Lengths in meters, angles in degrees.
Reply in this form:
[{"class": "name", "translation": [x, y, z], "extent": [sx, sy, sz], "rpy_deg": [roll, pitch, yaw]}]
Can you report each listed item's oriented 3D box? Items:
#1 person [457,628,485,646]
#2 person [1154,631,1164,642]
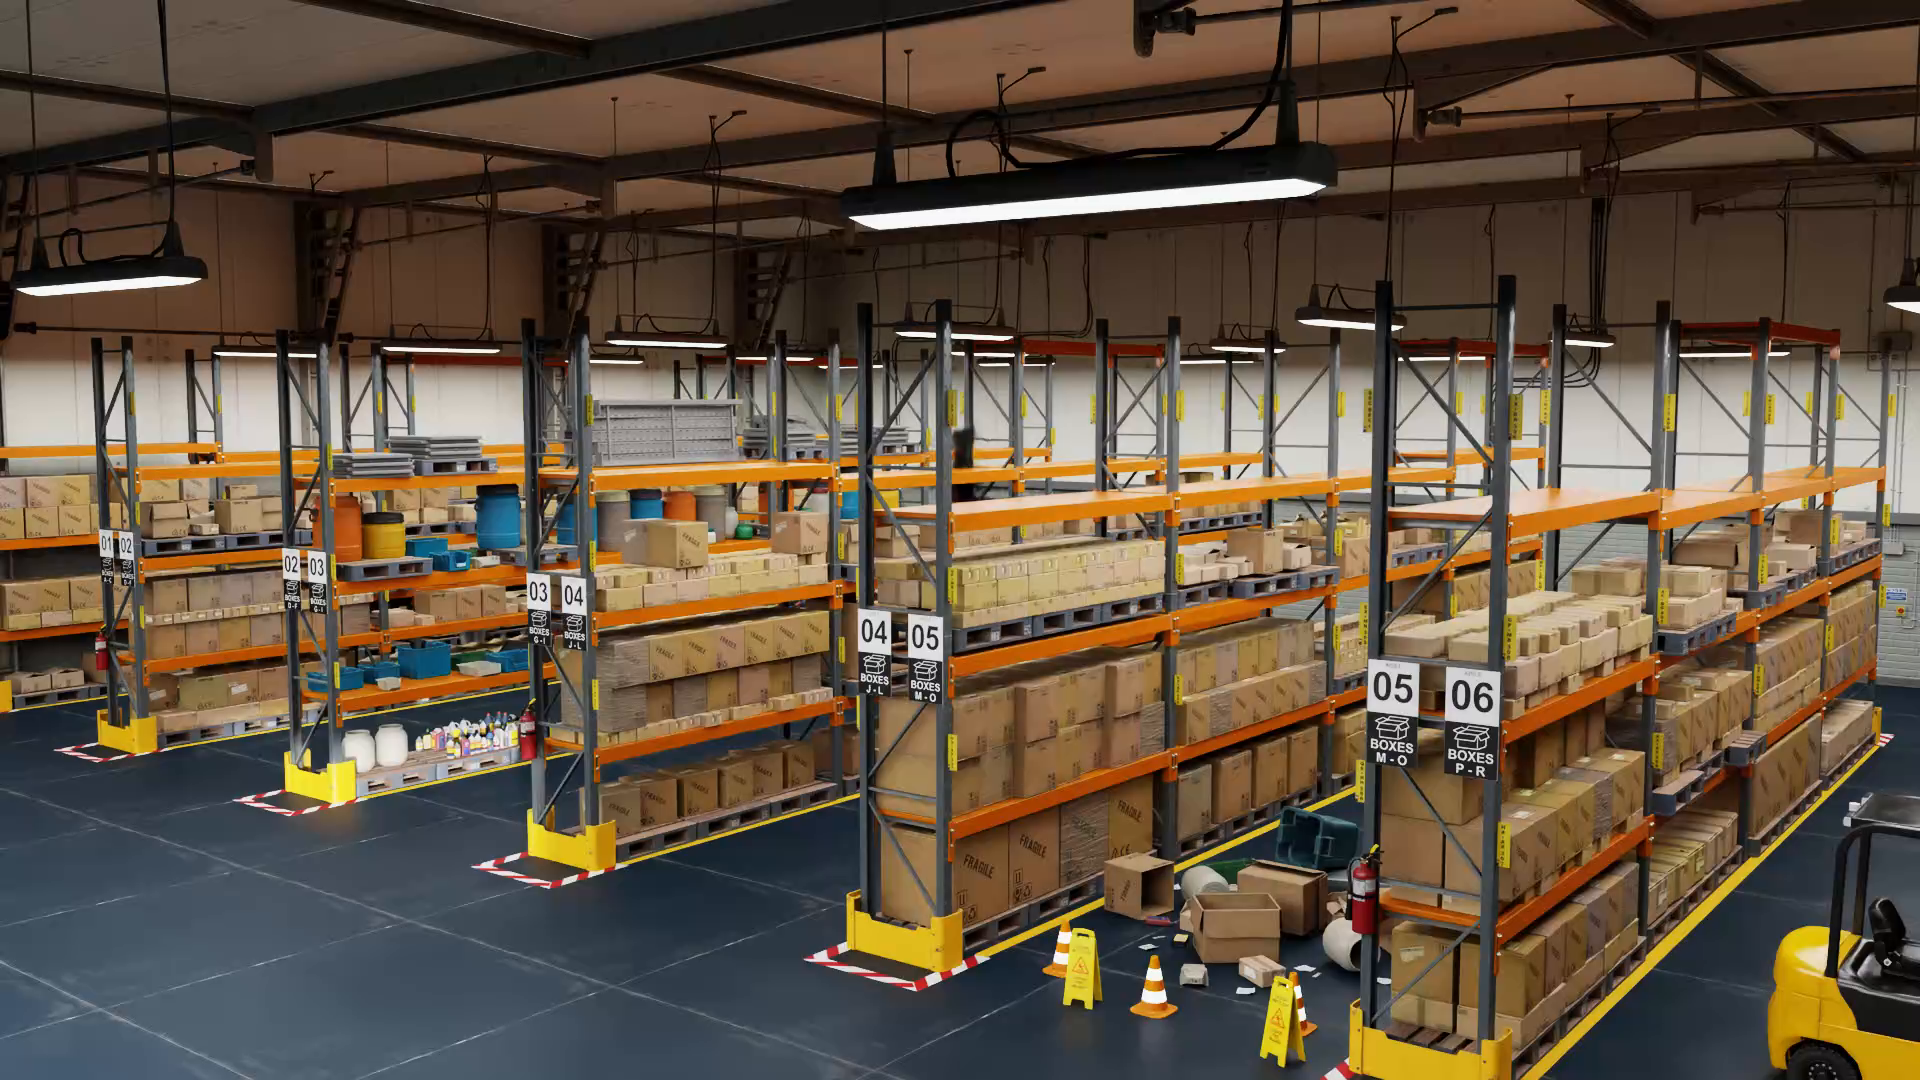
[{"class": "person", "translation": [-9.222, 1.679, 31.401], "extent": [0.623, 1.518, 0.896], "rpy_deg": [2, 5, 19]}, {"class": "person", "translation": [3.230, 1.965, 25.475], "extent": [0.964, 1.644, 0.627], "rpy_deg": [-4, 6, -38]}]
